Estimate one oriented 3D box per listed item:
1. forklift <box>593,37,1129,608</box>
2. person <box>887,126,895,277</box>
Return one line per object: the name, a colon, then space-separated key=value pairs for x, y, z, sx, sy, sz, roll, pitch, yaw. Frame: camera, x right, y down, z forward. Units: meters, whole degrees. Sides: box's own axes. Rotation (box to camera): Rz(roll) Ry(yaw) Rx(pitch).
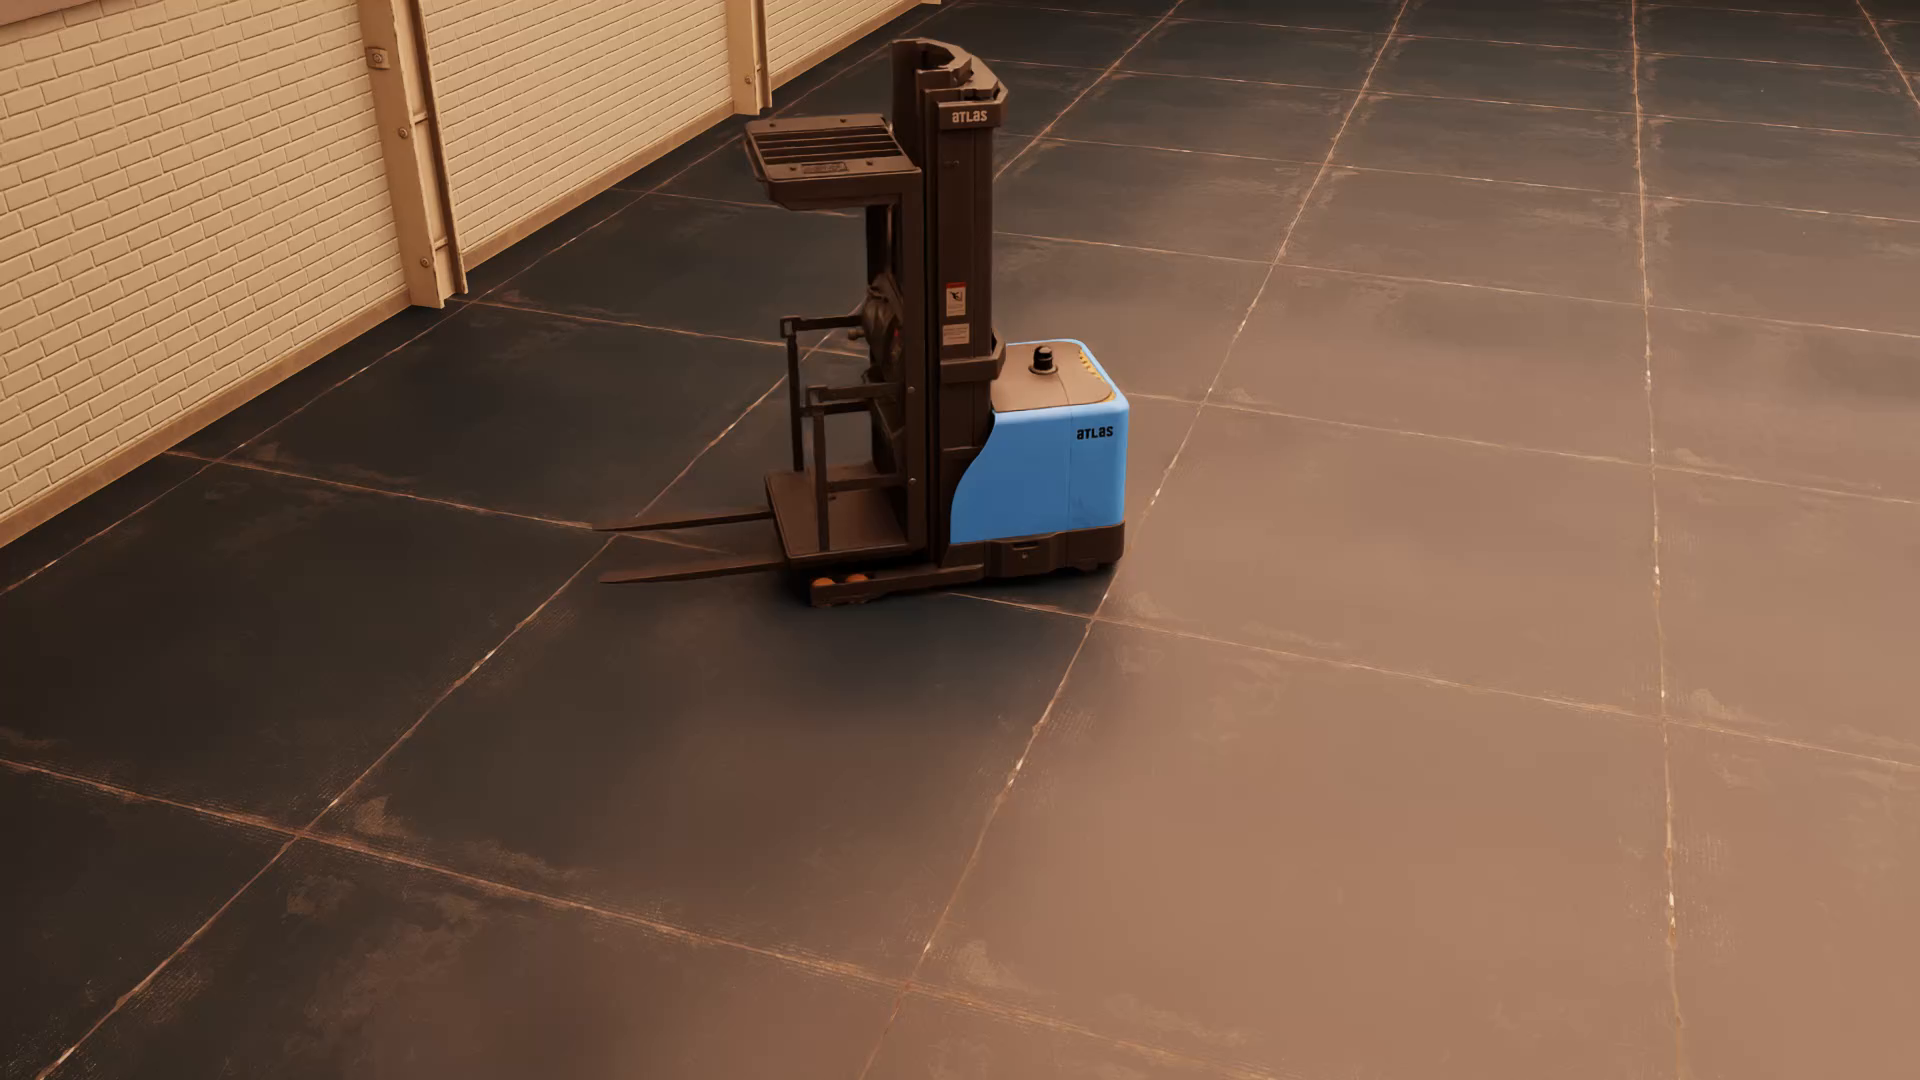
forklift: x=-0.611 y=-1.176 z=9.200 sx=3.031 sy=2.935 sz=1.130 roll=-7 pitch=30 yaw=-11
person: x=-0.383 y=-2.300 z=12.504 sx=0.573 sy=1.701 sz=0.506 roll=-2 pitch=30 yaw=-4
